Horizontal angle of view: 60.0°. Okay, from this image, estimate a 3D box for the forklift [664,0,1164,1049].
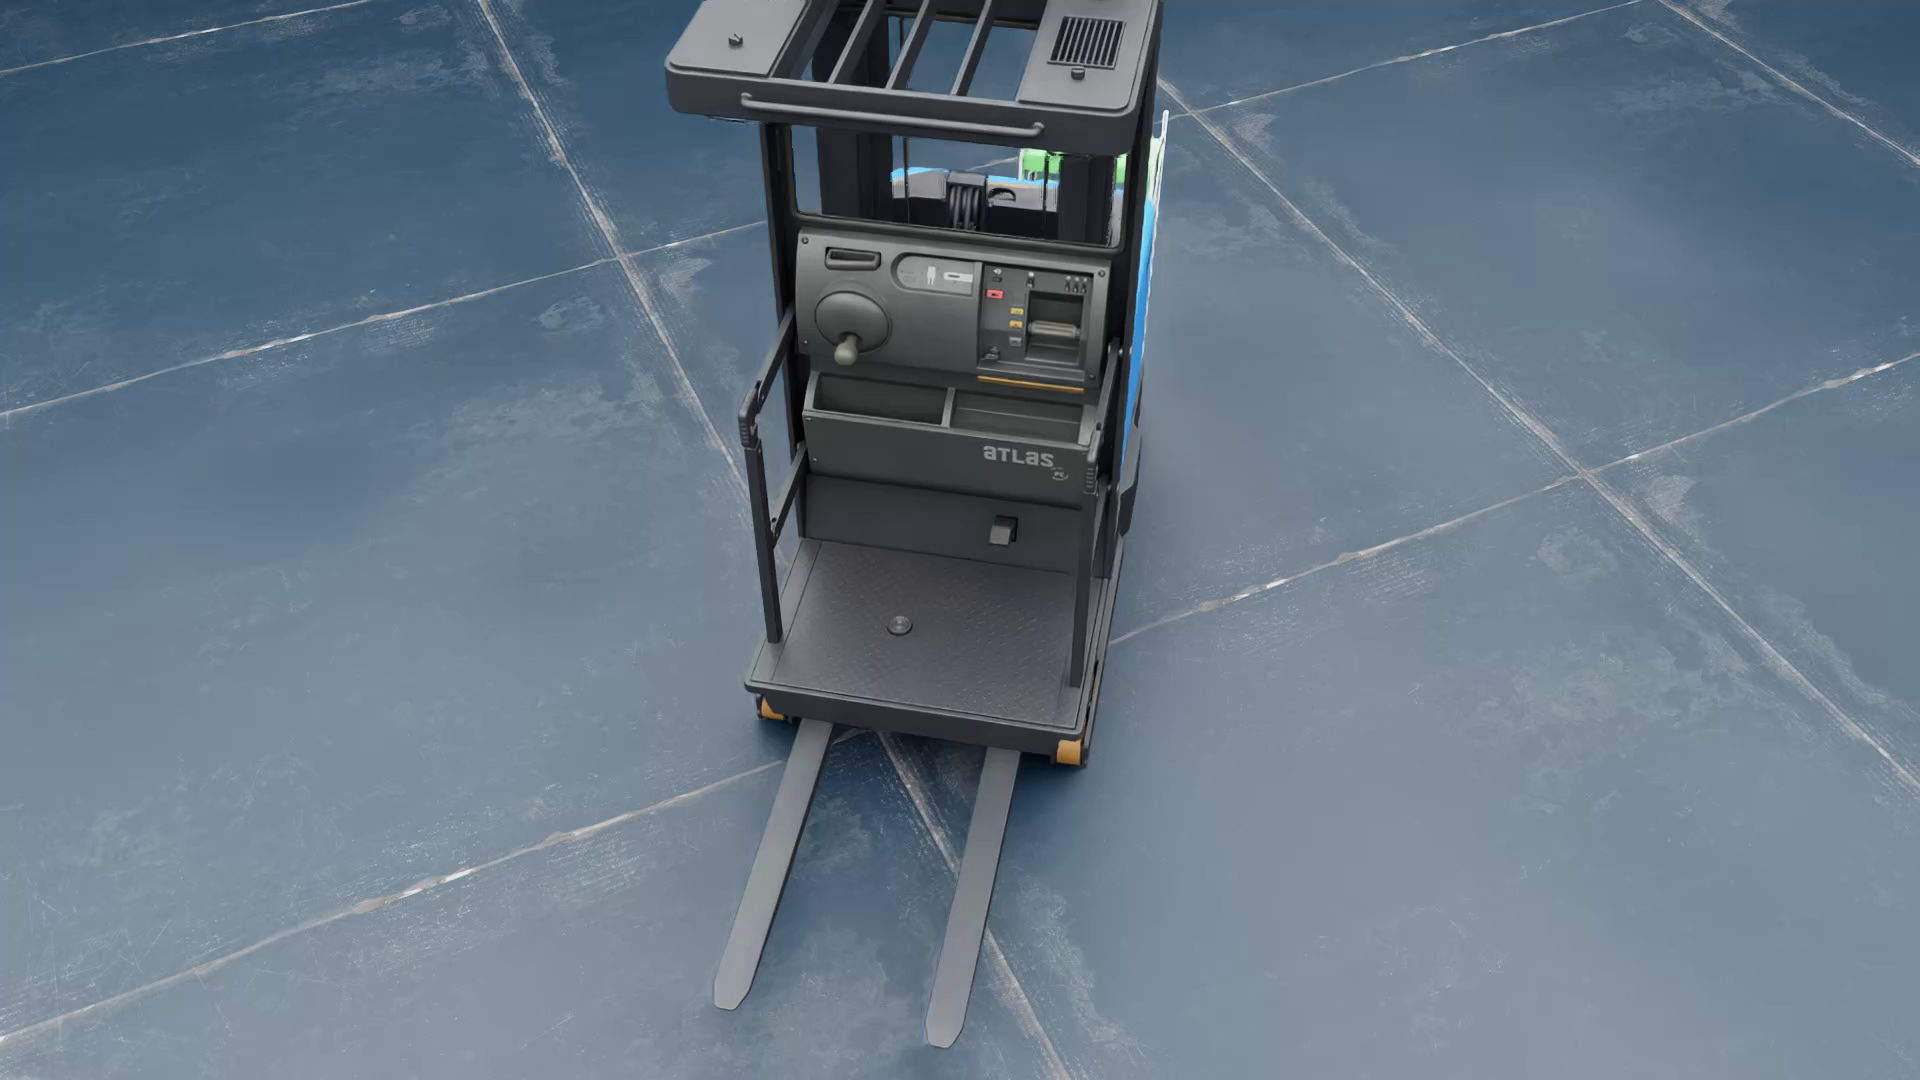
[{"bbox_3d":[-0.068,-0.587,4.758,1.130,2.935,3.031,8,45,8],"label":"forklift"}]

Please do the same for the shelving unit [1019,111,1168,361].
[{"bbox_3d":[0.491,-1.112,6.516,0.503,1.200,0.258,11,43,10],"label":"shelving unit"}]

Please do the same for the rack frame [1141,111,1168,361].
[{"bbox_3d":[0.727,-1.068,6.471,0.015,1.200,0.240,11,43,10],"label":"rack frame"}]

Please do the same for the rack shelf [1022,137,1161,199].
[{"bbox_3d":[0.495,-1.418,6.234,0.480,0.148,0.258,11,43,10],"label":"rack shelf"}]

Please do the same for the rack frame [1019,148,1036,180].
[{"bbox_3d":[0.255,-1.156,6.560,0.015,1.200,0.240,11,43,10],"label":"rack frame"}]

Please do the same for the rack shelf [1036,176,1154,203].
[{"bbox_3d":[0.493,-1.242,6.396,0.480,0.148,0.258,11,43,10],"label":"rack shelf"}]
